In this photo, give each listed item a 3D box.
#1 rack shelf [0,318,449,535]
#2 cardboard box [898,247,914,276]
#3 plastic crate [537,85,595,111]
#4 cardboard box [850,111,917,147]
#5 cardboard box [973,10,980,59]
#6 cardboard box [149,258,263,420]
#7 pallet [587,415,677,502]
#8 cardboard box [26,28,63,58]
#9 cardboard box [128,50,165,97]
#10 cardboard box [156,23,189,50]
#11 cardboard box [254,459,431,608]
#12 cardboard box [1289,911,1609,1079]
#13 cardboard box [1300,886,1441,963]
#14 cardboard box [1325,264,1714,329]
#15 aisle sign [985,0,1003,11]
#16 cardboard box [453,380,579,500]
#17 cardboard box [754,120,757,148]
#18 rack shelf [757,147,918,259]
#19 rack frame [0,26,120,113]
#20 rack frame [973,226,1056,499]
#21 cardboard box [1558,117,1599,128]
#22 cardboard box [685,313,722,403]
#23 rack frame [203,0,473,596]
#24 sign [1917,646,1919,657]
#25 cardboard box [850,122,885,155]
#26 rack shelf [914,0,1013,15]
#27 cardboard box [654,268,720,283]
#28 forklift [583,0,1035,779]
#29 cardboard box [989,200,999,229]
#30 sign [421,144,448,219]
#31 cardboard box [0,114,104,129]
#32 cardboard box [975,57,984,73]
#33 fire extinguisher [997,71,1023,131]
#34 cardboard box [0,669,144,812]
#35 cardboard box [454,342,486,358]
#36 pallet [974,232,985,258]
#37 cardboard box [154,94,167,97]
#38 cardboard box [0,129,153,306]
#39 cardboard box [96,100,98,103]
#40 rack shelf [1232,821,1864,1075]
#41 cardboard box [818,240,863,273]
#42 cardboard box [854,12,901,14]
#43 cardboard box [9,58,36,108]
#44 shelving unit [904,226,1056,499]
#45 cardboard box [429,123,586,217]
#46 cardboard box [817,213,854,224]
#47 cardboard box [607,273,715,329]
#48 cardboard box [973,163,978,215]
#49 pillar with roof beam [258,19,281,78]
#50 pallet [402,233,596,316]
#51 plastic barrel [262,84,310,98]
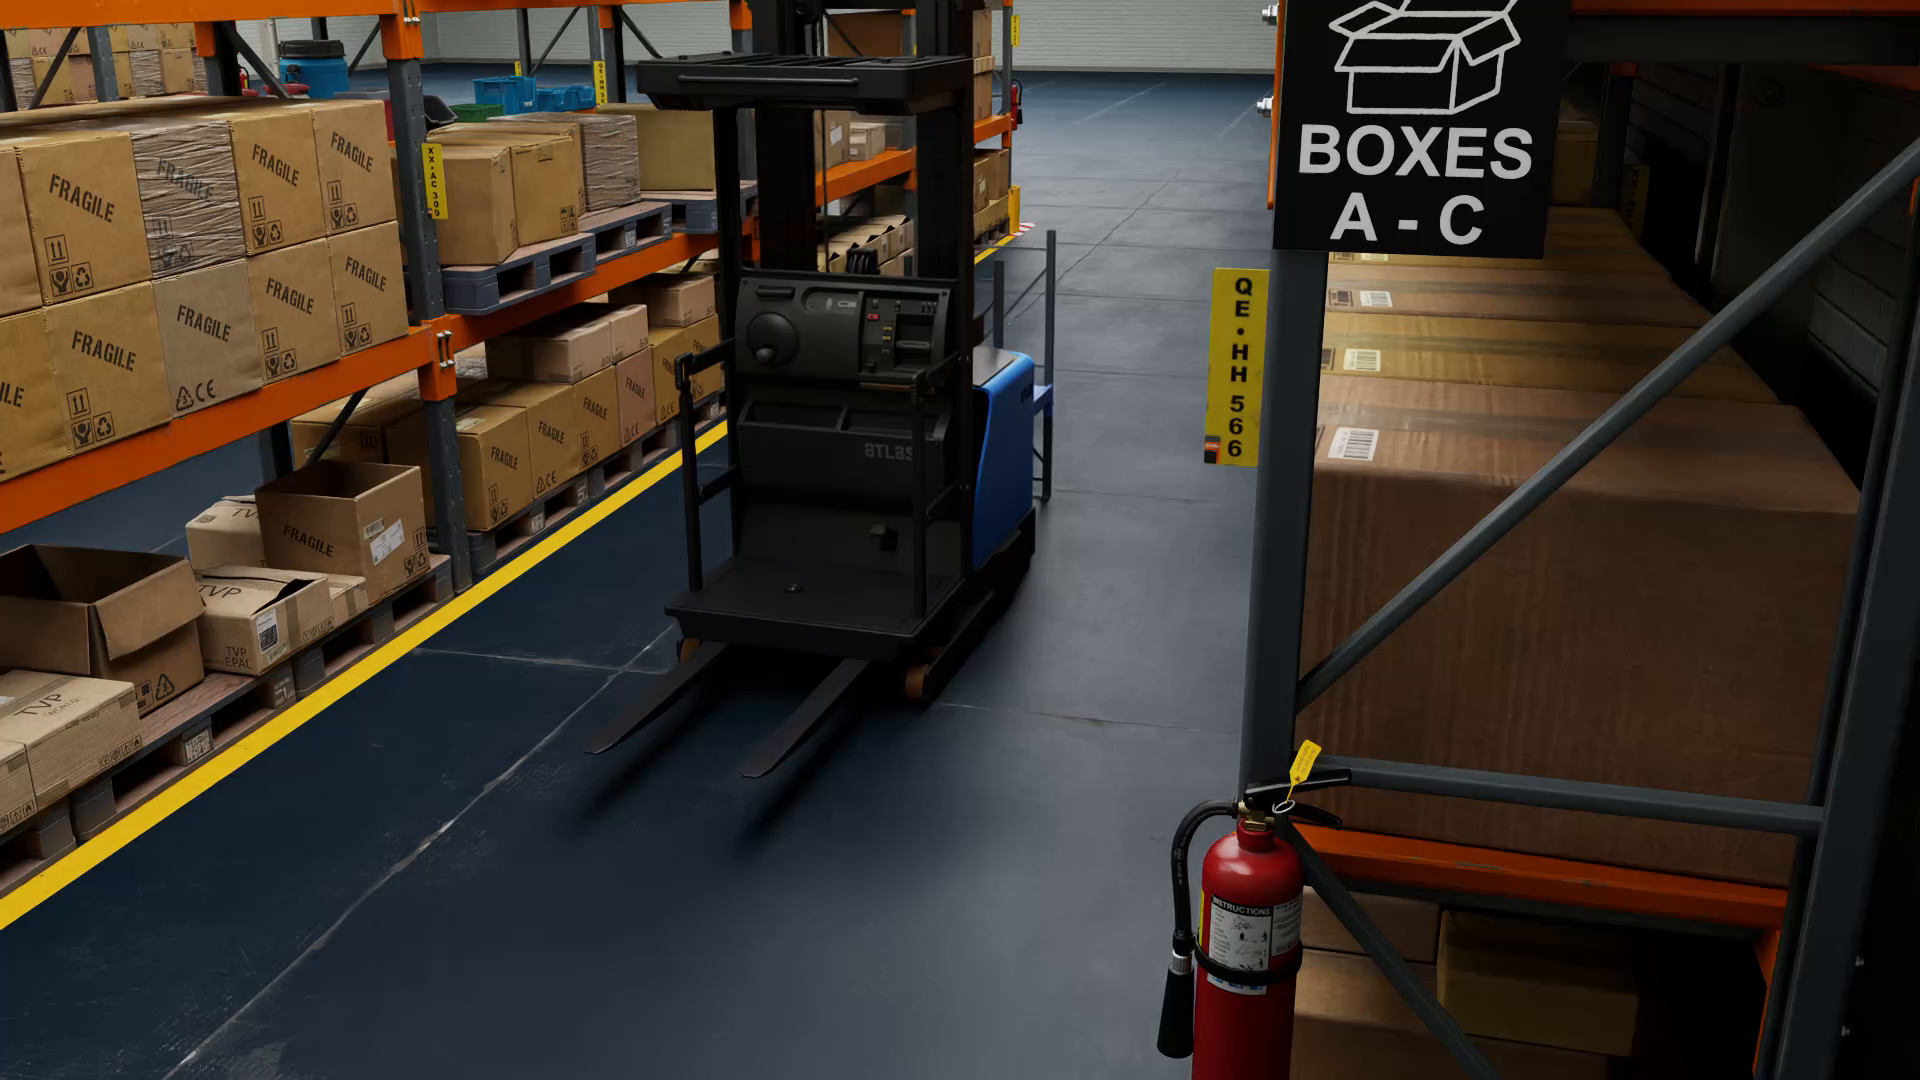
[{"bbox_3d":[-3.339,-0.247,5.882,1.077,0.370,4.000,5,19,13],"label":"rack shelf"},{"bbox_3d":[-0.716,-2.466,14.871,0.500,0.250,0.500,4,19,13],"label":"cardboard box"},{"bbox_3d":[-4.553,-5.117,19.257,0.499,0.251,0.616,5,19,13],"label":"plastic crate"},{"bbox_3d":[-0.793,-3.908,15.335,0.700,0.500,0.500,4,19,12],"label":"cardboard box"},{"bbox_3d":[-0.181,-5.309,17.429,0.700,0.500,0.500,4,19,12],"label":"cardboard box"},{"bbox_3d":[-2.971,-0.761,6.122,0.500,0.500,0.500,5,20,15],"label":"cardboard box"},{"bbox_3d":[-2.392,-0.536,9.930,1.003,0.211,1.213,5,19,13],"label":"pallet"},{"bbox_3d":[-10.024,-5.444,17.824,0.500,0.500,0.500,5,19,13],"label":"cardboard box"},{"bbox_3d":[-9.854,-5.457,19.409,0.875,0.500,0.500,5,19,13],"label":"cardboard box"},{"bbox_3d":[-9.535,-6.071,19.659,0.500,0.500,0.500,5,19,13],"label":"cardboard box"},{"bbox_3d":[-2.714,-0.038,7.346,0.500,0.500,0.500,5,19,13],"label":"cardboard box"},{"bbox_3d":[1.051,1.187,3.790,0.700,0.500,0.500,5,19,13],"label":"cardboard box"},{"bbox_3d":[0.906,0.825,3.845,0.380,0.149,0.250,4,19,13],"label":"cardboard box"},{"bbox_3d":[1.454,-0.340,4.578,0.980,0.700,0.700,4,19,11],"label":"cardboard box"},{"bbox_3d":[0.383,-6.203,18.185,0.394,0.787,0.004,5,19,13],"label":"aisle sign"},{"bbox_3d":[-2.376,-0.540,8.814,0.500,0.500,0.500,5,19,14],"label":"cardboard box"},{"bbox_3d":[-1.479,-3.042,12.799,0.500,0.500,0.500,4,19,10],"label":"cardboard box"},{"bbox_3d":[-1.384,-2.754,13.223,1.077,0.370,4.000,5,19,13],"label":"rack shelf"},{"bbox_3d":[-6.675,-2.860,12.420,1.000,3.000,0.127,5,19,13],"label":"rack frame"},{"bbox_3d":[0.272,-0.972,9.213,0.500,1.500,0.032,6,20,16],"label":"rack frame"},{"bbox_3d":[2.441,-1.664,7.114,0.500,0.250,0.500,5,19,14],"label":"cardboard box"},{"bbox_3d":[-1.874,-1.181,10.692,0.500,0.500,0.500,5,20,16],"label":"cardboard box"},{"bbox_3d":[-2.850,-1.214,7.601,1.000,3.000,0.127,5,19,13],"label":"rack frame"},{"bbox_3d":[1.514,0.028,2.502,0.100,0.325,0.005,5,19,13],"label":"sign"},{"bbox_3d":[-0.973,-3.493,14.505,0.500,0.250,0.500,6,20,17],"label":"cardboard box"},{"bbox_3d":[-0.407,-5.427,16.409,1.077,0.370,4.000,5,19,13],"label":"rack shelf"},{"bbox_3d":[-1.984,-1.814,12.095,0.500,0.311,0.500,5,20,15],"label":"cardboard box"},{"bbox_3d":[-0.554,-0.870,6.700,1.130,2.935,3.031,6,20,16],"label":"forklift"},{"bbox_3d":[0.127,-3.524,17.967,0.500,0.250,0.500,5,19,13],"label":"cardboard box"},{"bbox_3d":[-2.322,-1.583,7.343,0.100,0.325,0.005,5,19,13],"label":"sign"},{"bbox_3d":[-3.490,-1.286,6.111,0.500,0.500,0.500,4,19,12],"label":"cardboard box"},{"bbox_3d":[0.048,-5.032,17.622,0.380,0.149,0.250,4,19,13],"label":"cardboard box"},{"bbox_3d":[0.561,-4.939,18.626,0.296,0.674,0.183,5,19,13],"label":"fire extinguisher"},{"bbox_3d":[-3.175,0.671,5.655,0.500,0.250,0.500,5,19,13],"label":"cardboard box"},{"bbox_3d":[-2.634,-0.888,9.832,0.500,0.500,0.500,4,19,12],"label":"cardboard box"},{"bbox_3d":[-0.365,-3.031,17.236,1.003,0.211,1.213,5,19,13],"label":"pallet"},{"bbox_3d":[-9.643,-5.221,19.722,0.380,0.149,0.250,5,19,13],"label":"cardboard box"},{"bbox_3d":[-3.093,-1.079,5.505,0.500,0.500,0.500,4,19,13],"label":"cardboard box"},{"bbox_3d":[-9.803,-4.901,18.784,0.380,0.149,0.250,5,19,13],"label":"cardboard box"},{"bbox_3d":[1.466,0.143,4.740,1.077,0.370,4.000,5,19,13],"label":"rack shelf"},{"bbox_3d":[-1.088,-2.258,13.394,0.500,0.311,0.500,4,19,13],"label":"cardboard box"},{"bbox_3d":[-0.671,-4.681,15.589,0.700,0.500,0.500,5,19,13],"label":"cardboard box"},{"bbox_3d":[-10.331,-4.829,17.570,0.875,0.500,0.500,5,19,13],"label":"cardboard box"},{"bbox_3d":[0.120,-0.815,8.754,0.538,1.500,1.048,6,20,16],"label":"shelving unit"},{"bbox_3d":[-2.478,-2.019,9.153,0.700,0.500,0.500,0,19,-1],"label":"cardboard box"},{"bbox_3d":[-1.238,-2.774,14.906,0.500,0.311,0.500,5,19,14],"label":"cardboard box"},{"bbox_3d":[-1.883,-1.518,10.518,0.500,0.250,0.500,5,20,15],"label":"cardboard box"},{"bbox_3d":[-0.114,-3.565,16.928,0.500,0.500,0.500,5,19,13],"label":"cardboard box"},{"bbox_3d":[-14.953,-16.806,43.970,9.100,9.000,0.400,5,19,13],"label":"pillar with roof beam"},{"bbox_3d":[-2.549,-1.365,8.340,1.003,0.211,1.213,5,19,13],"label":"pallet"},{"bbox_3d":[-6.144,-3.896,15.242,0.433,0.535,0.433,0,19,0],"label":"plastic barrel"}]
